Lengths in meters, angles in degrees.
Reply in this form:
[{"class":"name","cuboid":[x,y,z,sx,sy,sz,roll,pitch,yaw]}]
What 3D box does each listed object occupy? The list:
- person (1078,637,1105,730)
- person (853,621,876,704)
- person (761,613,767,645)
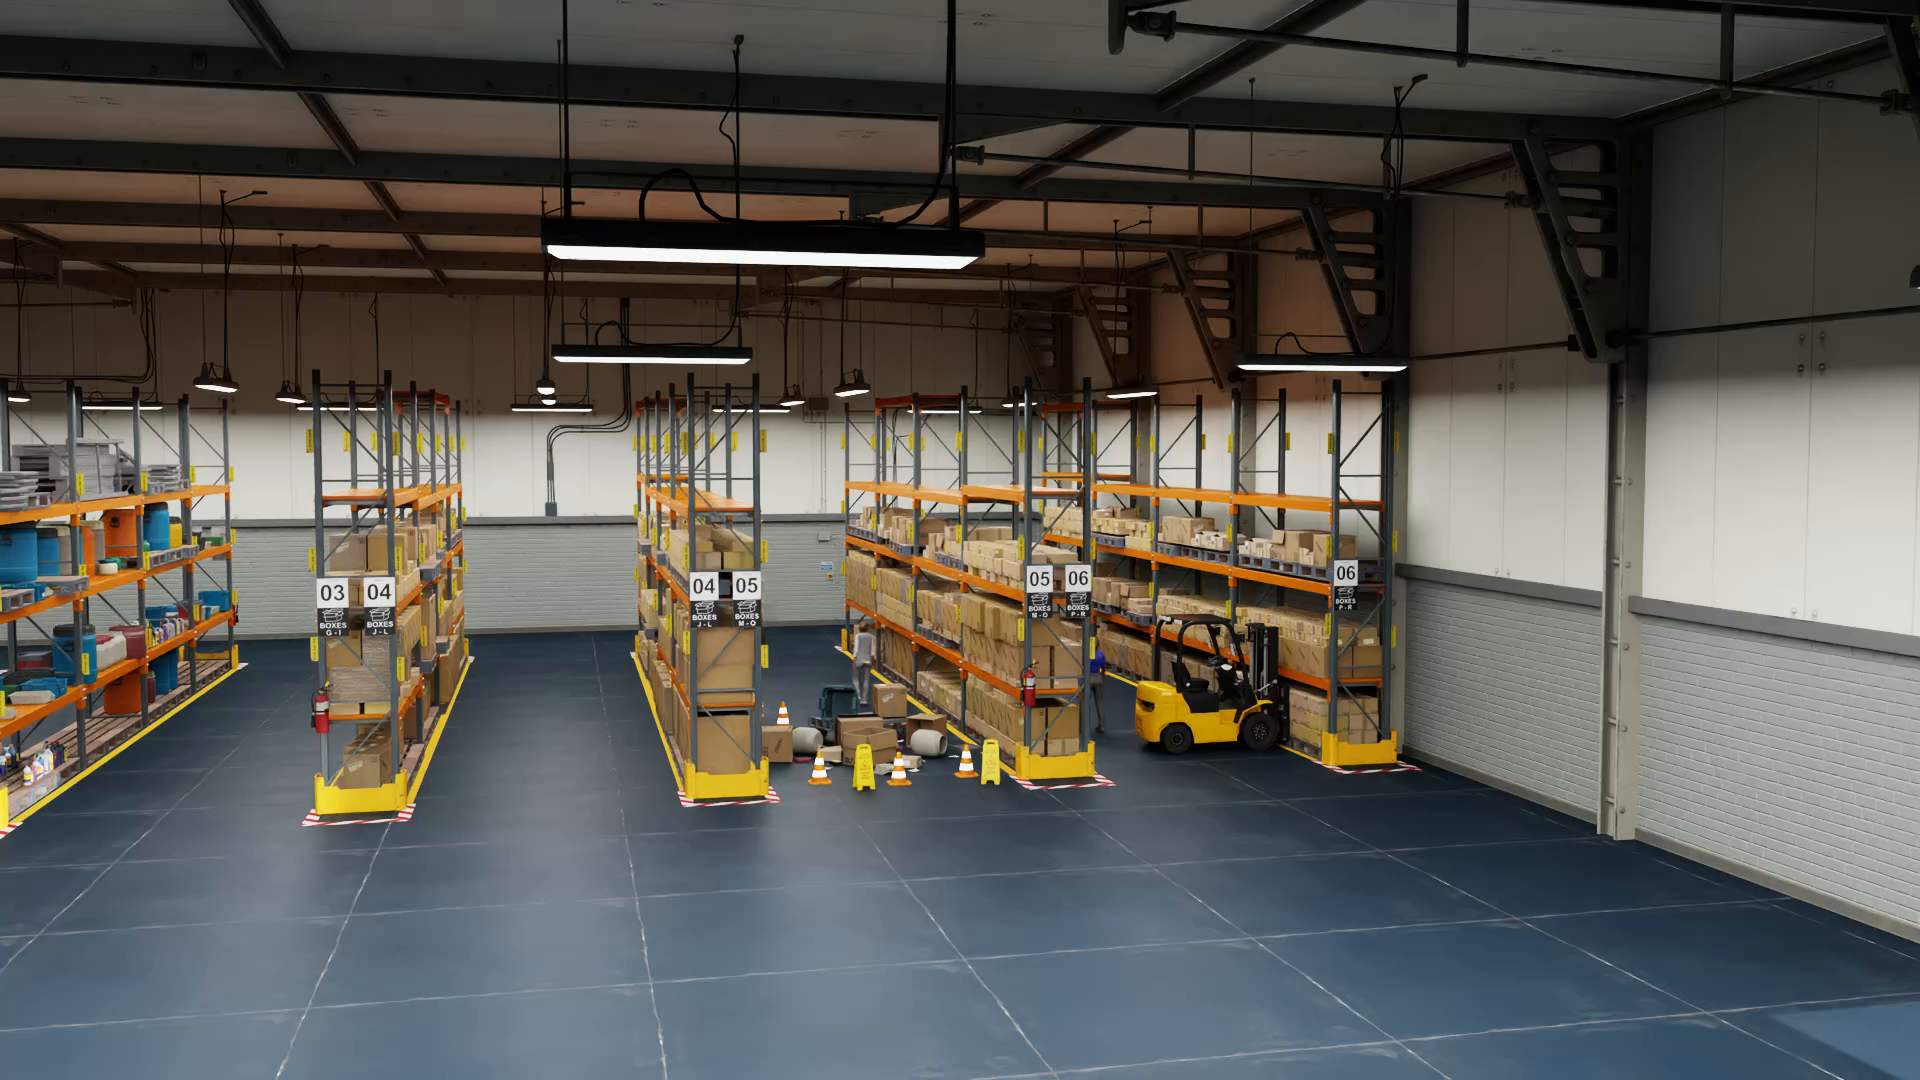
[{"class":"person","cuboid":[2.290,2.506,29.095,0.555,1.637,0.775,-1,3,-16]},{"class":"person","cuboid":[-1.857,2.371,31.919,0.484,1.630,0.386,-1,3,-17]},{"class":"person","cuboid":[-4.994,1.803,40.132,0.728,1.796,0.641,0,3,-6]}]
